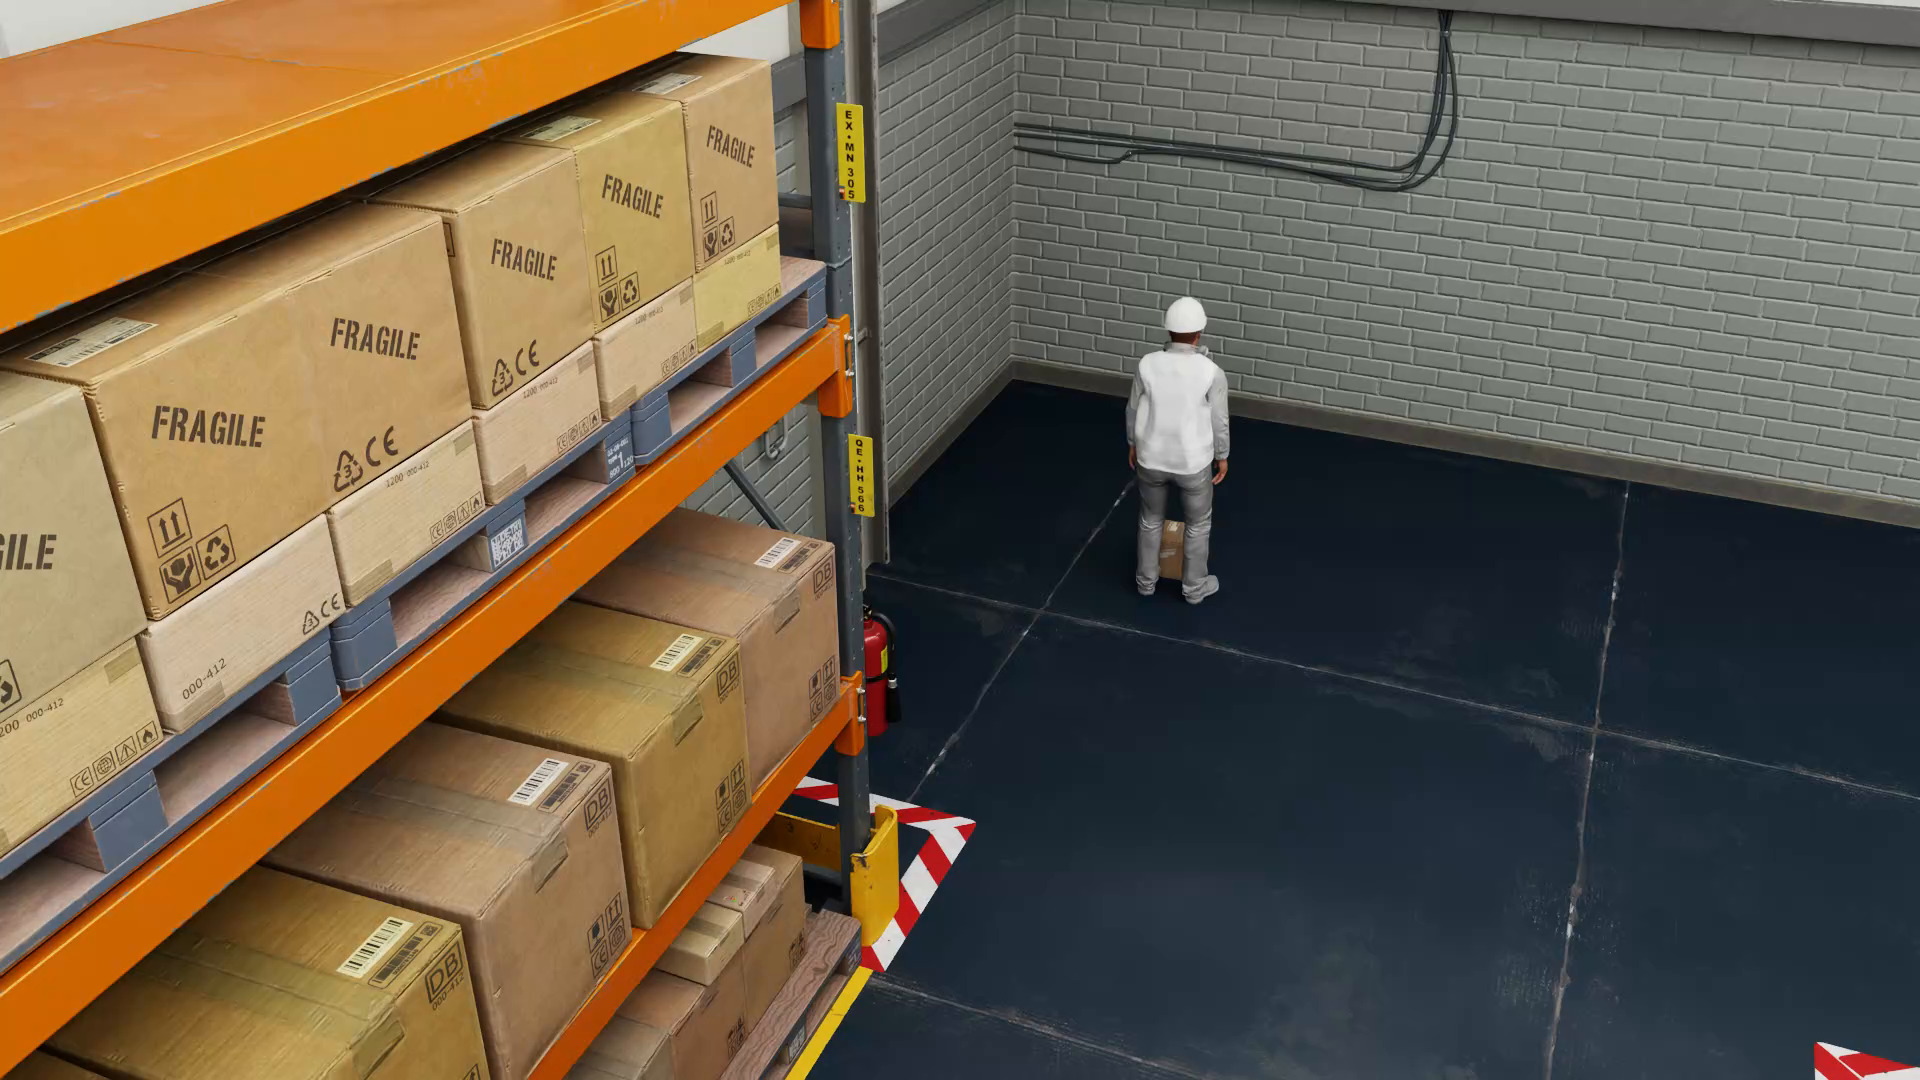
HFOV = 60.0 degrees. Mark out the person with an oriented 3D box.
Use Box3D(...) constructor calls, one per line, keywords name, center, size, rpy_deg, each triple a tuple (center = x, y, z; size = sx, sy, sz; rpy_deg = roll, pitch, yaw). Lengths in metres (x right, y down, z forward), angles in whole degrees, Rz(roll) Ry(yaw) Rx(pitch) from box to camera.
Box3D(name="person", center=(1.202, -0.481, 9.225), size=(0.581, 1.771, 0.464), rpy_deg=(11, 31, 19))
